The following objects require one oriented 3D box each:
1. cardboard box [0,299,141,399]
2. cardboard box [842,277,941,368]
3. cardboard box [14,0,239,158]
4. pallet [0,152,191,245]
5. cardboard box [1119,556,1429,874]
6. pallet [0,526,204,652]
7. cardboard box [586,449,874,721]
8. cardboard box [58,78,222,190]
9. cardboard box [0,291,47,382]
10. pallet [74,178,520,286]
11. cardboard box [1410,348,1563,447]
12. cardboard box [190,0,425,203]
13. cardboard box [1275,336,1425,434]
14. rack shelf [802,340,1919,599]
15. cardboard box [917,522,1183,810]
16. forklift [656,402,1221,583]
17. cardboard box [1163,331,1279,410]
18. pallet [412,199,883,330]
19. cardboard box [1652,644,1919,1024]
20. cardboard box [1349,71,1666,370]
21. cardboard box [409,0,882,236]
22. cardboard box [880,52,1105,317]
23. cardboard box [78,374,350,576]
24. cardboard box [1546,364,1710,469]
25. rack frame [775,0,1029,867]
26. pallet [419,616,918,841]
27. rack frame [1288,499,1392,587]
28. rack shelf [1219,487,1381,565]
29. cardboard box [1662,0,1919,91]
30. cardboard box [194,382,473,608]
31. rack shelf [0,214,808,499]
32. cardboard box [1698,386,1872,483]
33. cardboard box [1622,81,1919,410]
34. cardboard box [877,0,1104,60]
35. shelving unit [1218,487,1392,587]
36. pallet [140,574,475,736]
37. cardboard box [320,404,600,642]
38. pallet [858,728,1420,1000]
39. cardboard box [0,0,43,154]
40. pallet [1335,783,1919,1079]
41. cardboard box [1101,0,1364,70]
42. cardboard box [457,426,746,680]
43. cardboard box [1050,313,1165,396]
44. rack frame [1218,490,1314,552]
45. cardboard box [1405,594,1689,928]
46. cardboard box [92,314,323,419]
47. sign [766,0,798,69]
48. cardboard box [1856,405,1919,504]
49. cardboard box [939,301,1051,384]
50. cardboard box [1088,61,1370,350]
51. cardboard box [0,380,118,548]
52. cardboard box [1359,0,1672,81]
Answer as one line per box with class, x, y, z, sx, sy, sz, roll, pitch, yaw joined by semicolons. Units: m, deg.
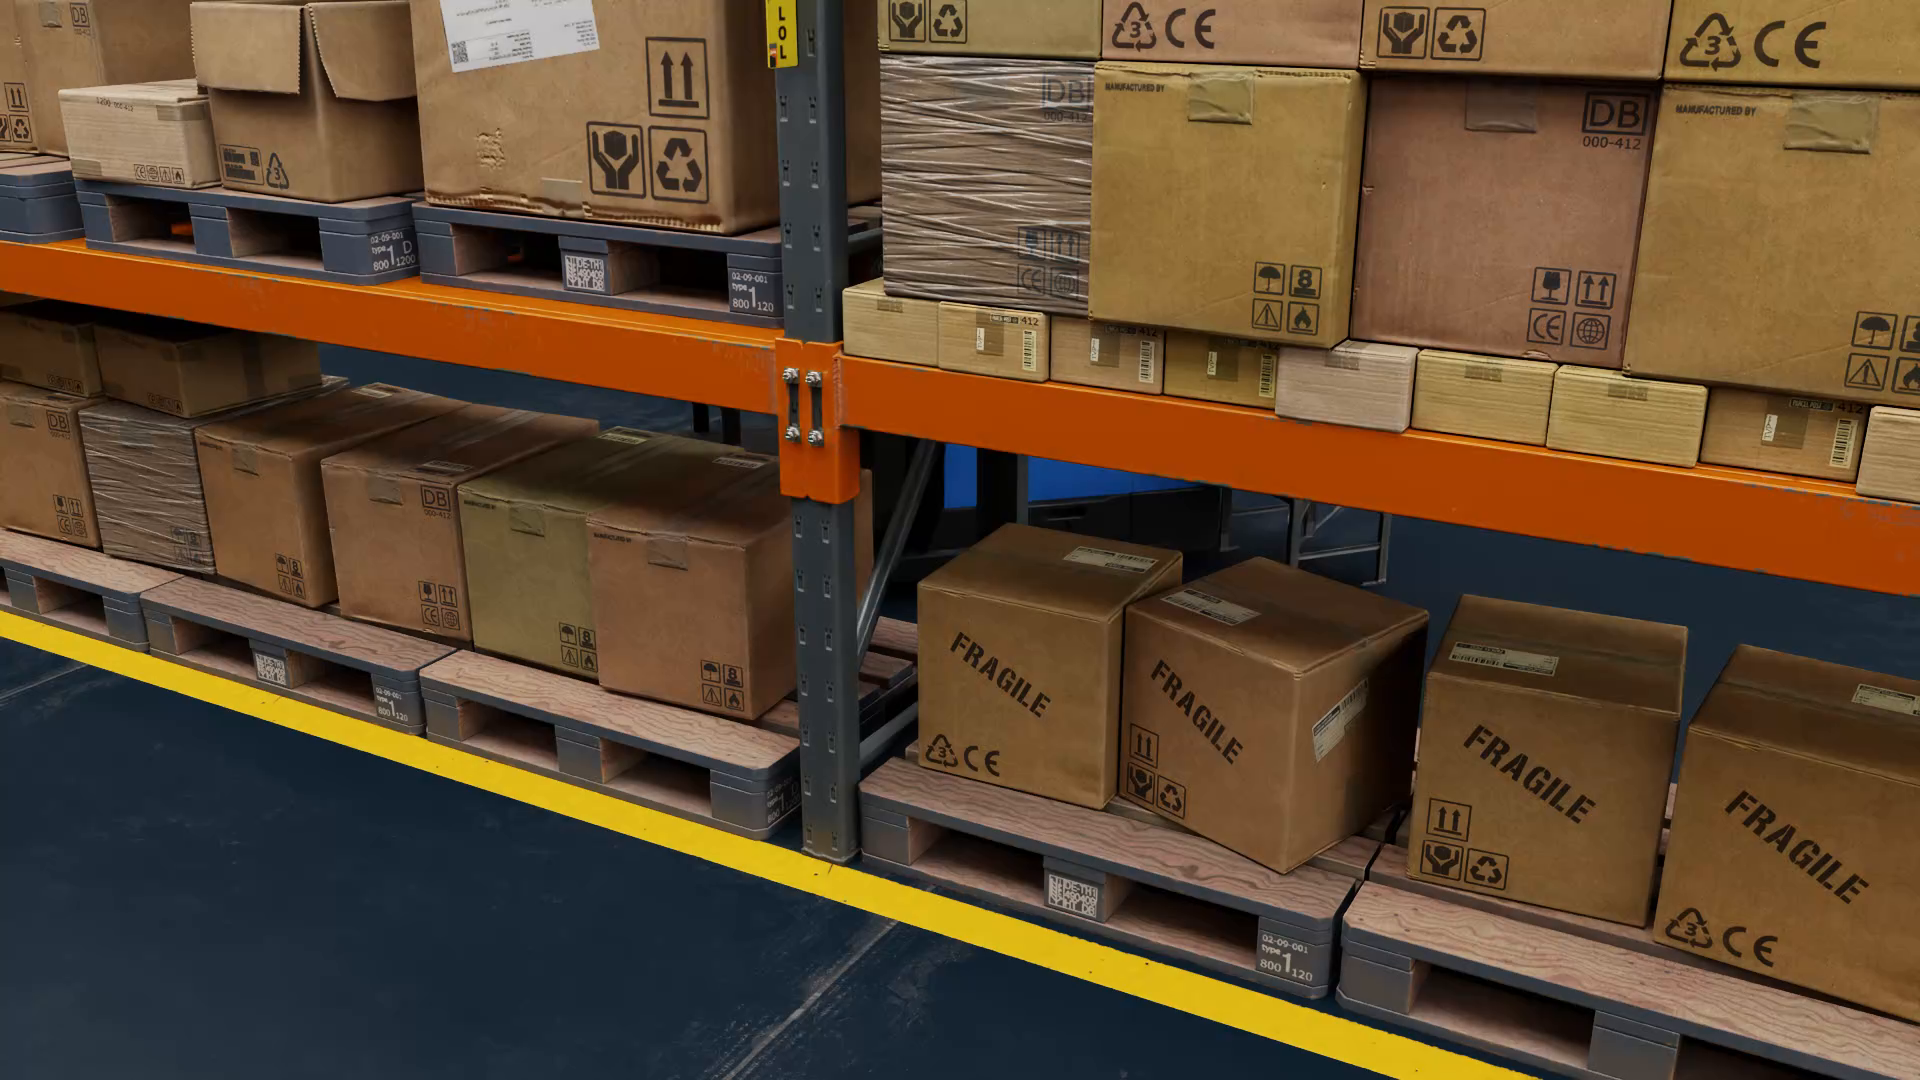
cardboard box;-2.992;-0.704;5.828;0.500;0.250;0.500;12;23;29
cardboard box;-0.059;-0.514;3.751;0.250;0.149;0.380;11;23;27
cardboard box;-2.565;-1.526;5.410;0.500;0.500;0.700;15;25;35
pallet;-2.918;-1.245;5.680;1.003;0.211;1.213;11;23;27
cardboard box;0.734;0.392;3.935;0.500;0.500;0.500;-17;26;-39
pallet;-2.910;0.019;6.003;1.213;0.211;1.003;11;23;27
cardboard box;-0.625;0.103;4.704;0.500;0.500;0.700;9;22;23
cardboard box;-2.241;-1.202;4.884;0.500;0.250;0.500;10;22;26
cardboard box;-4.184;-0.742;6.511;0.875;0.875;1.225;10;22;25
pallet;-1.844;-1.015;5.046;1.213;0.211;1.003;11;23;27
cardboard box;1.044;-0.313;3.198;0.250;0.149;0.380;11;23;27
cardboard box;-1.658;-1.264;4.683;0.637;0.503;0.797;13;24;33
cardboard box;0.806;-0.342;3.278;0.250;0.149;0.380;11;23;27
rack shelf;1.646;-0.086;3.259;4.000;0.370;1.077;11;23;27
cardboard box;0.230;0.299;4.192;0.500;0.500;0.500;10;22;26
forklift;-0.624;-1.322;5.711;3.031;2.935;1.130;-5;21;-14
cardboard box;0.608;-0.396;3.427;0.250;0.149;0.380;11;23;27
pallet;-0.696;-0.837;4.556;1.213;0.211;1.003;11;23;27
cardboard box;1.779;0.578;3.423;0.500;0.500;0.500;13;24;32
cardboard box;1.168;-0.704;3.324;0.500;0.500;0.875;11;23;27
cardboard box;-0.725;-1.410;4.358;1.000;1.000;1.000;11;23;28
cardboard box;0.263;-0.851;3.728;0.500;0.500;0.875;11;23;27
cardboard box;-2.507;-0.260;5.704;0.500;0.500;0.700;9;22;23
cardboard box;1.257;-0.268;3.074;0.250;0.149;0.380;11;23;27
rack frame;-0.100;-0.757;4.053;0.127;3.000;1.000;11;23;27
pallet;-0.780;0.425;4.884;1.213;0.211;1.003;11;23;27
rack frame;1.328;-0.810;5.519;0.400;2.100;0.015;-7;21;-19
rack shelf;1.244;-0.217;5.978;0.431;0.518;0.480;-7;21;-19
cardboard box;1.484;-1.018;2.722;0.500;0.500;0.500;11;23;27
cardboard box;-2.008;-0.168;5.449;0.500;0.500;0.700;13;24;32
rack shelf;-1.846;-0.751;5.093;4.000;0.370;1.077;11;23;27
cardboard box;1.498;-0.240;2.997;0.250;0.149;0.380;11;23;27
cardboard box;1.584;-0.608;3.061;0.500;0.500;0.875;11;23;27
cardboard box;0.169;-1.263;3.400;0.500;0.500;0.500;11;23;27
shelving unit;1.244;-0.888;5.734;0.431;2.100;0.503;-7;21;-19
pallet;-1.849;0.222;5.443;1.213;0.211;1.003;11;23;27
cardboard box;-1.521;-0.075;5.194;0.500;0.500;0.700;9;22;23
pallet;0.504;0.655;4.250;1.213;0.211;1.003;11;23;27
cardboard box;-3.101;-1.589;5.584;0.500;0.500;0.500;8;21;21
pallet;1.573;0.858;3.691;1.213;0.211;1.003;11;23;27
cardboard box;0.606;-1.181;3.172;0.500;0.500;0.500;11;23;27
cardboard box;-1.033;0.018;4.938;0.500;0.500;0.700;11;22;27
cardboard box;0.385;-0.435;3.533;0.250;0.149;0.380;11;23;27
rack frame;1.160;-0.966;5.949;0.400;2.100;0.015;-7;21;-19
cardboard box;1.314;0.472;3.715;0.500;0.500;0.500;9;22;23
cardboard box;-2.524;-0.619;5.593;0.500;0.250;0.500;14;24;33
sign;-0.367;-1.135;3.399;0.005;0.325;0.100;11;23;27
cardboard box;1.682;-0.178;2.825;0.250;0.149;0.380;11;23;27
cardboard box;0.153;-0.468;3.625;0.250;0.149;0.380;11;23;27
cardboard box;0.682;-0.757;3.470;0.500;0.500;0.875;11;23;27
cardboard box;-2.997;-0.348;5.947;0.500;0.500;0.700;10;22;24
cardboard box;1.043;-1.097;2.942;0.500;0.500;0.500;11;23;27
